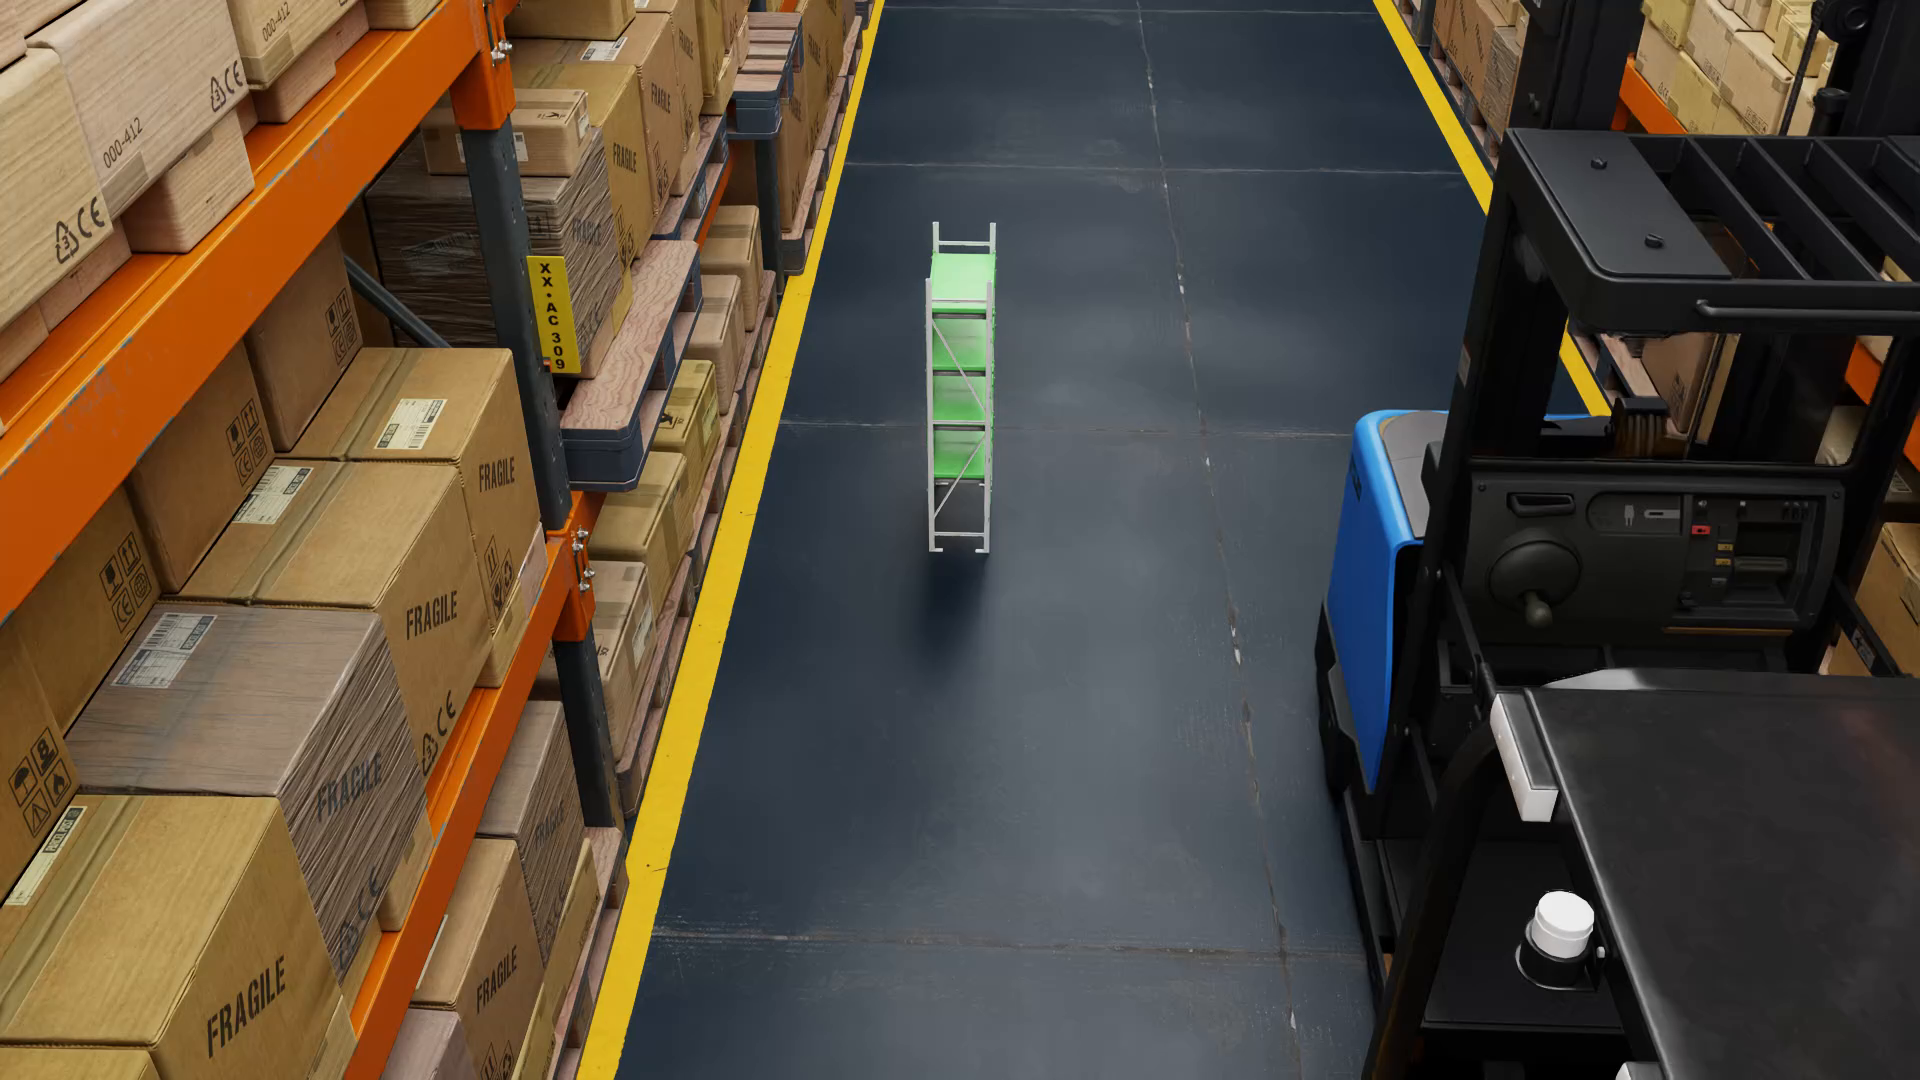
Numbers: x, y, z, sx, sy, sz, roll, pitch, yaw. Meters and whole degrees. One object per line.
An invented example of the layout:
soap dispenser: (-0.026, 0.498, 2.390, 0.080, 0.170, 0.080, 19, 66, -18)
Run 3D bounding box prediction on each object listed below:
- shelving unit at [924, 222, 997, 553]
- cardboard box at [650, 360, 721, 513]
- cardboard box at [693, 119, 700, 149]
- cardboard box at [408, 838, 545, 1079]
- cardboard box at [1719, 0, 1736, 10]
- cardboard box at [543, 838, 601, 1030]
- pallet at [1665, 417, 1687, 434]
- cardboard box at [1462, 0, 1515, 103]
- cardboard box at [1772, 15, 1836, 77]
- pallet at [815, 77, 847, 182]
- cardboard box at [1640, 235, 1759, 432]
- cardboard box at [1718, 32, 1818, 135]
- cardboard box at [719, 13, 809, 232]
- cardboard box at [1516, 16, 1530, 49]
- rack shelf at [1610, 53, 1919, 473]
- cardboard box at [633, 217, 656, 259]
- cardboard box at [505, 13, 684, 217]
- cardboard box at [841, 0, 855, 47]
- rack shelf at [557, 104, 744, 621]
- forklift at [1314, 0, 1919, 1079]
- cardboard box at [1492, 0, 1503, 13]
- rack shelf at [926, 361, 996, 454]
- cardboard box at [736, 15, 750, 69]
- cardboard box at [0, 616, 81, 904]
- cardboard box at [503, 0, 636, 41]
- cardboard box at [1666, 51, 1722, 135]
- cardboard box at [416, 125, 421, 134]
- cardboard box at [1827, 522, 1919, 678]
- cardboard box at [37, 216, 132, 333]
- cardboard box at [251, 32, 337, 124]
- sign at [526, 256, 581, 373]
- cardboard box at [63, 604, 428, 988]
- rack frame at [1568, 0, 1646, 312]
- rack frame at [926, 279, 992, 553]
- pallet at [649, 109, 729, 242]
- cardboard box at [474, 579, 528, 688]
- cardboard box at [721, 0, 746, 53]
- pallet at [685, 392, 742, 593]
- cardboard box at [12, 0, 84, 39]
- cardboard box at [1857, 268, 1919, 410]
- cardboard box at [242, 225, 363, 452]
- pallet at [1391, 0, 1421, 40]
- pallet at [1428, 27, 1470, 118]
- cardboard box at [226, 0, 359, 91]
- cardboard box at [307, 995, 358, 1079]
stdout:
shelving unit: (0.007, -0.586, 6.540, 0.258, 1.200, 0.503, 1, 35, 2)
cardboard box: (-1.499, -0.430, 6.673, 0.950, 0.372, 0.625, 2, 35, 3)
cardboard box: (-1.169, -1.500, 6.130, 0.380, 0.149, 0.250, 0, 35, 0)
cardboard box: (-1.343, 1.066, 3.999, 0.500, 0.500, 0.500, 2, 35, 3)
cardboard box: (3.250, -2.233, 6.668, 0.380, 0.149, 0.250, 2, 35, 3)
cardboard box: (-1.324, 1.080, 4.631, 0.500, 0.250, 0.500, 3, 35, 4)
pallet: (3.428, -0.093, 6.698, 1.003, 0.211, 1.213, 1, 35, 2)
cardboard box: (3.432, -2.987, 10.199, 0.500, 0.500, 0.500, 0, 35, 0)
cardboard box: (3.203, -1.793, 6.041, 0.380, 0.149, 0.250, 2, 35, 3)
pallet: (-1.249, -2.527, 10.162, 1.003, 0.211, 1.213, 1, 35, 2)
cardboard box: (3.495, -0.871, 7.081, 0.875, 0.625, 0.625, 2, 35, 3)
cardboard box: (3.229, -1.711, 6.271, 0.500, 0.250, 0.500, 0, 35, 1)
cardboard box: (-1.297, -2.215, 8.775, 0.875, 0.875, 0.875, 1, 35, 1)
cardboard box: (3.400, -2.870, 9.470, 0.380, 0.149, 0.250, 0, 35, 0)
rack shelf: (3.471, -0.961, 6.135, 1.077, 0.370, 4.000, 1, 35, 2)
cardboard box: (-1.225, -1.053, 5.493, 0.380, 0.149, 0.250, 2, 35, 3)
cardboard box: (-1.210, -1.388, 5.405, 0.500, 0.500, 0.500, 1, 35, 2)
cardboard box: (-1.192, -3.760, 10.974, 0.875, 0.875, 0.875, 2, 35, 3)
rack shelf: (-1.488, -1.074, 6.295, 1.077, 0.370, 4.000, 1, 35, 2)
forklift: (1.753, 0.100, 4.059, 1.130, 2.935, 3.031, 1, 35, 2)
cardboard box: (3.455, -3.308, 10.093, 0.380, 0.149, 0.250, 1, 35, 2)
rack shelf: (0.007, -0.534, 6.577, 0.258, 0.148, 0.480, 1, 35, 2)
cardboard box: (-1.090, -2.091, 6.970, 0.380, 0.149, 0.250, 1, 35, 1)
cardboard box: (-1.823, 0.339, 2.443, 0.700, 0.500, 0.500, 1, 35, 2)
cardboard box: (-1.256, -1.708, 5.296, 0.380, 0.149, 0.250, 3, 35, 5)
cardboard box: (3.265, -1.805, 6.840, 0.500, 0.250, 0.500, 1, 35, 1)
cardboard box: (-1.761, -1.109, 5.009, 0.500, 0.500, 0.500, 2, 35, 2)
cardboard box: (3.401, 0.393, 5.282, 0.875, 0.625, 0.625, 3, 35, 4)
cardboard box: (-1.427, -0.417, 2.345, 0.380, 0.149, 0.250, 2, 35, 3)
cardboard box: (-1.361, -0.865, 2.981, 0.380, 0.149, 0.250, 2, 35, 2)
sign: (-1.026, -0.565, 4.193, 0.100, 0.325, 0.005, 1, 35, 2)
cardboard box: (-1.368, 0.473, 3.122, 0.500, 0.500, 0.500, 2, 35, 3)
rack frame: (3.552, -2.405, 7.563, 1.000, 3.000, 0.127, 1, 35, 2)
rack frame: (-0.003, -0.446, 6.341, 0.240, 1.200, 0.015, 1, 35, 2)
pallet: (-1.447, -1.301, 6.159, 1.003, 0.211, 1.213, 1, 35, 2)
cardboard box: (-1.280, 0.219, 4.048, 0.380, 0.149, 0.250, 2, 35, 3)
cardboard box: (-1.158, -2.287, 6.684, 0.500, 0.500, 0.500, 1, 35, 1)
pallet: (-1.493, -0.228, 6.891, 1.003, 0.211, 1.213, 1, 35, 2)
cardboard box: (-1.348, -0.736, 2.104, 0.380, 0.149, 0.250, 2, 35, 2)
cardboard box: (3.165, -0.630, 5.168, 0.500, 0.250, 0.500, 1, 35, 2)
cardboard box: (-1.803, -0.543, 3.699, 0.700, 0.500, 0.500, 1, 35, 1)
pallet: (3.741, -3.956, 12.196, 1.003, 0.211, 1.213, 1, 35, 2)
pallet: (3.717, -3.094, 10.969, 1.003, 0.211, 1.213, 1, 35, 2)
cardboard box: (-1.337, -0.957, 2.765, 0.500, 0.250, 0.500, 1, 35, 1)
cardboard box: (-1.329, 0.954, 3.002, 0.380, 0.149, 0.250, 2, 35, 2)
